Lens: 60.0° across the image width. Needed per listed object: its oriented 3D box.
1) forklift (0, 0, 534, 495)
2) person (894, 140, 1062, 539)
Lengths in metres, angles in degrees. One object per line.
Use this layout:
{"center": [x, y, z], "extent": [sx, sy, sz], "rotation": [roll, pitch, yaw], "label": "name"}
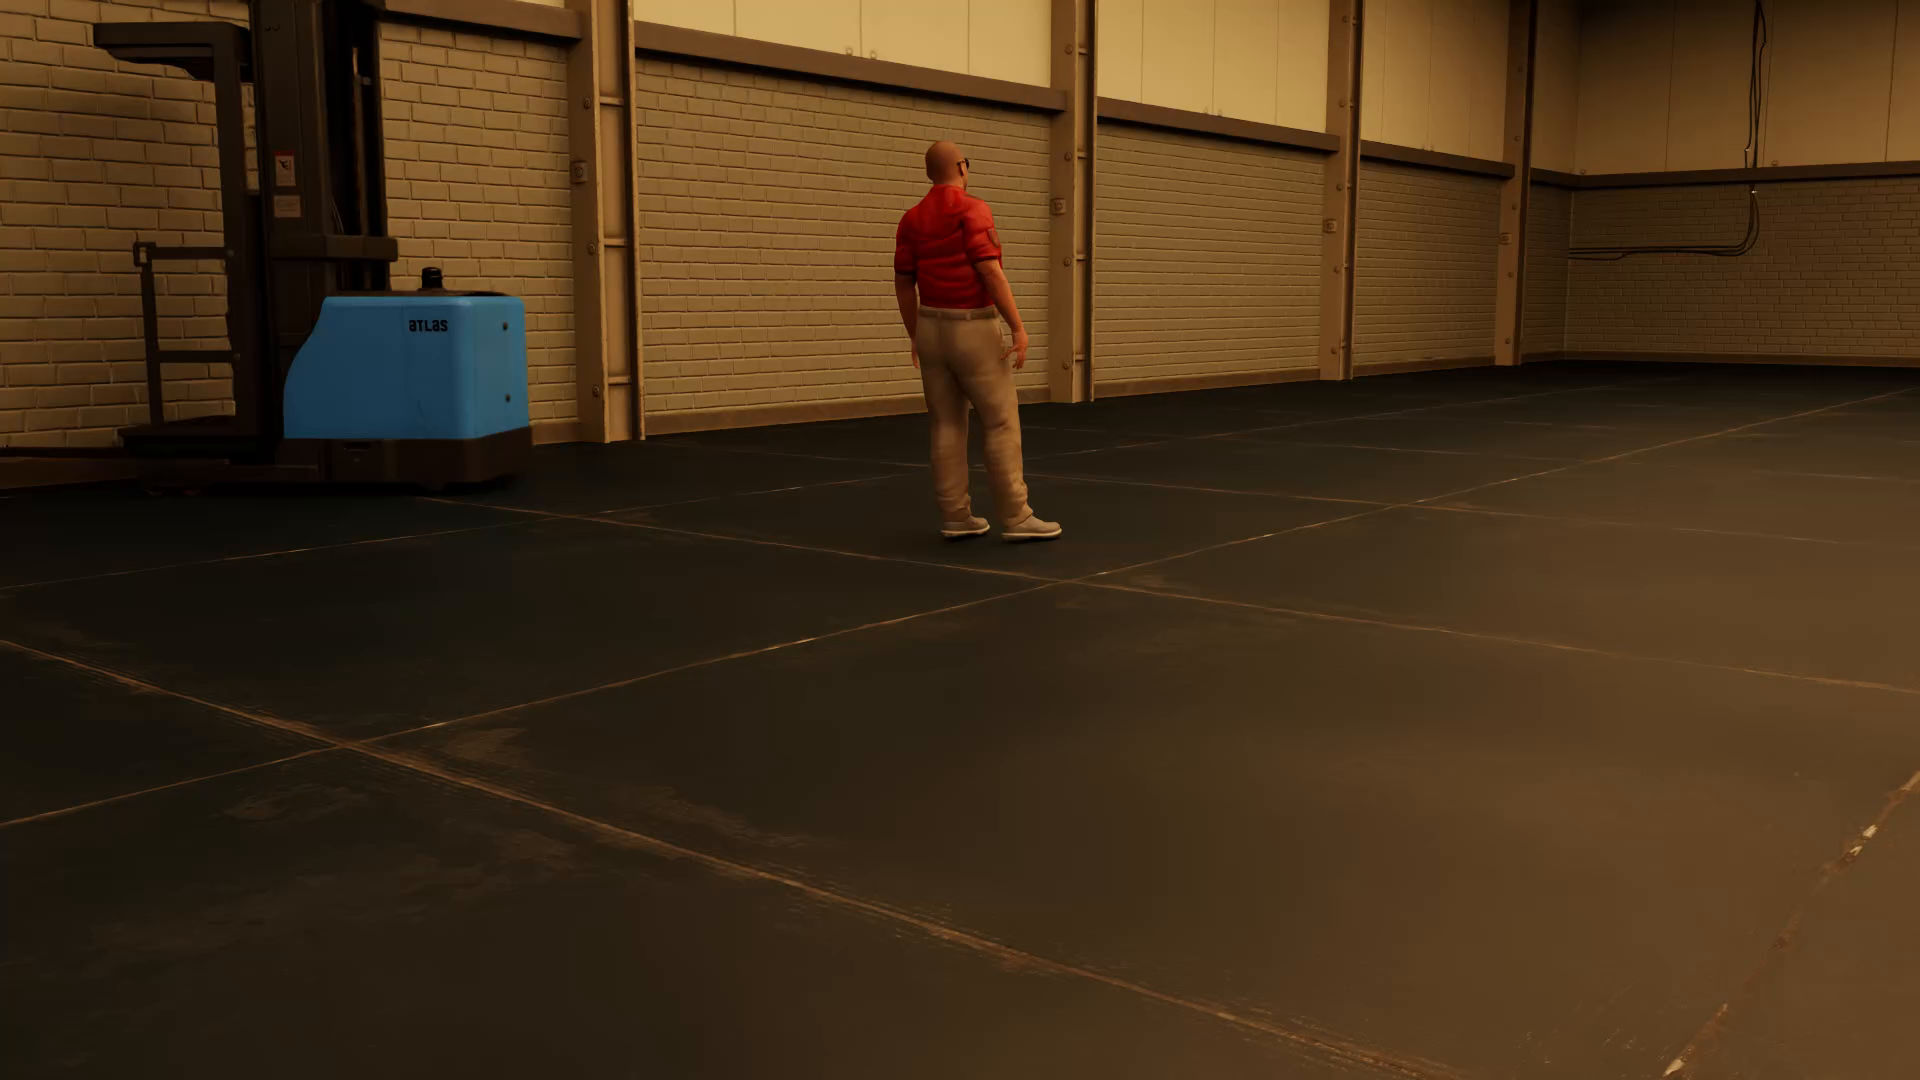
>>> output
{"center": [-4.084, -1.773, 9.396], "extent": [3.031, 2.935, 1.130], "rotation": [1, 8, 4], "label": "forklift"}
{"center": [0.066, -0.871, 7.340], "extent": [0.640, 1.727, 0.551], "rotation": [7, 11, 38], "label": "person"}
